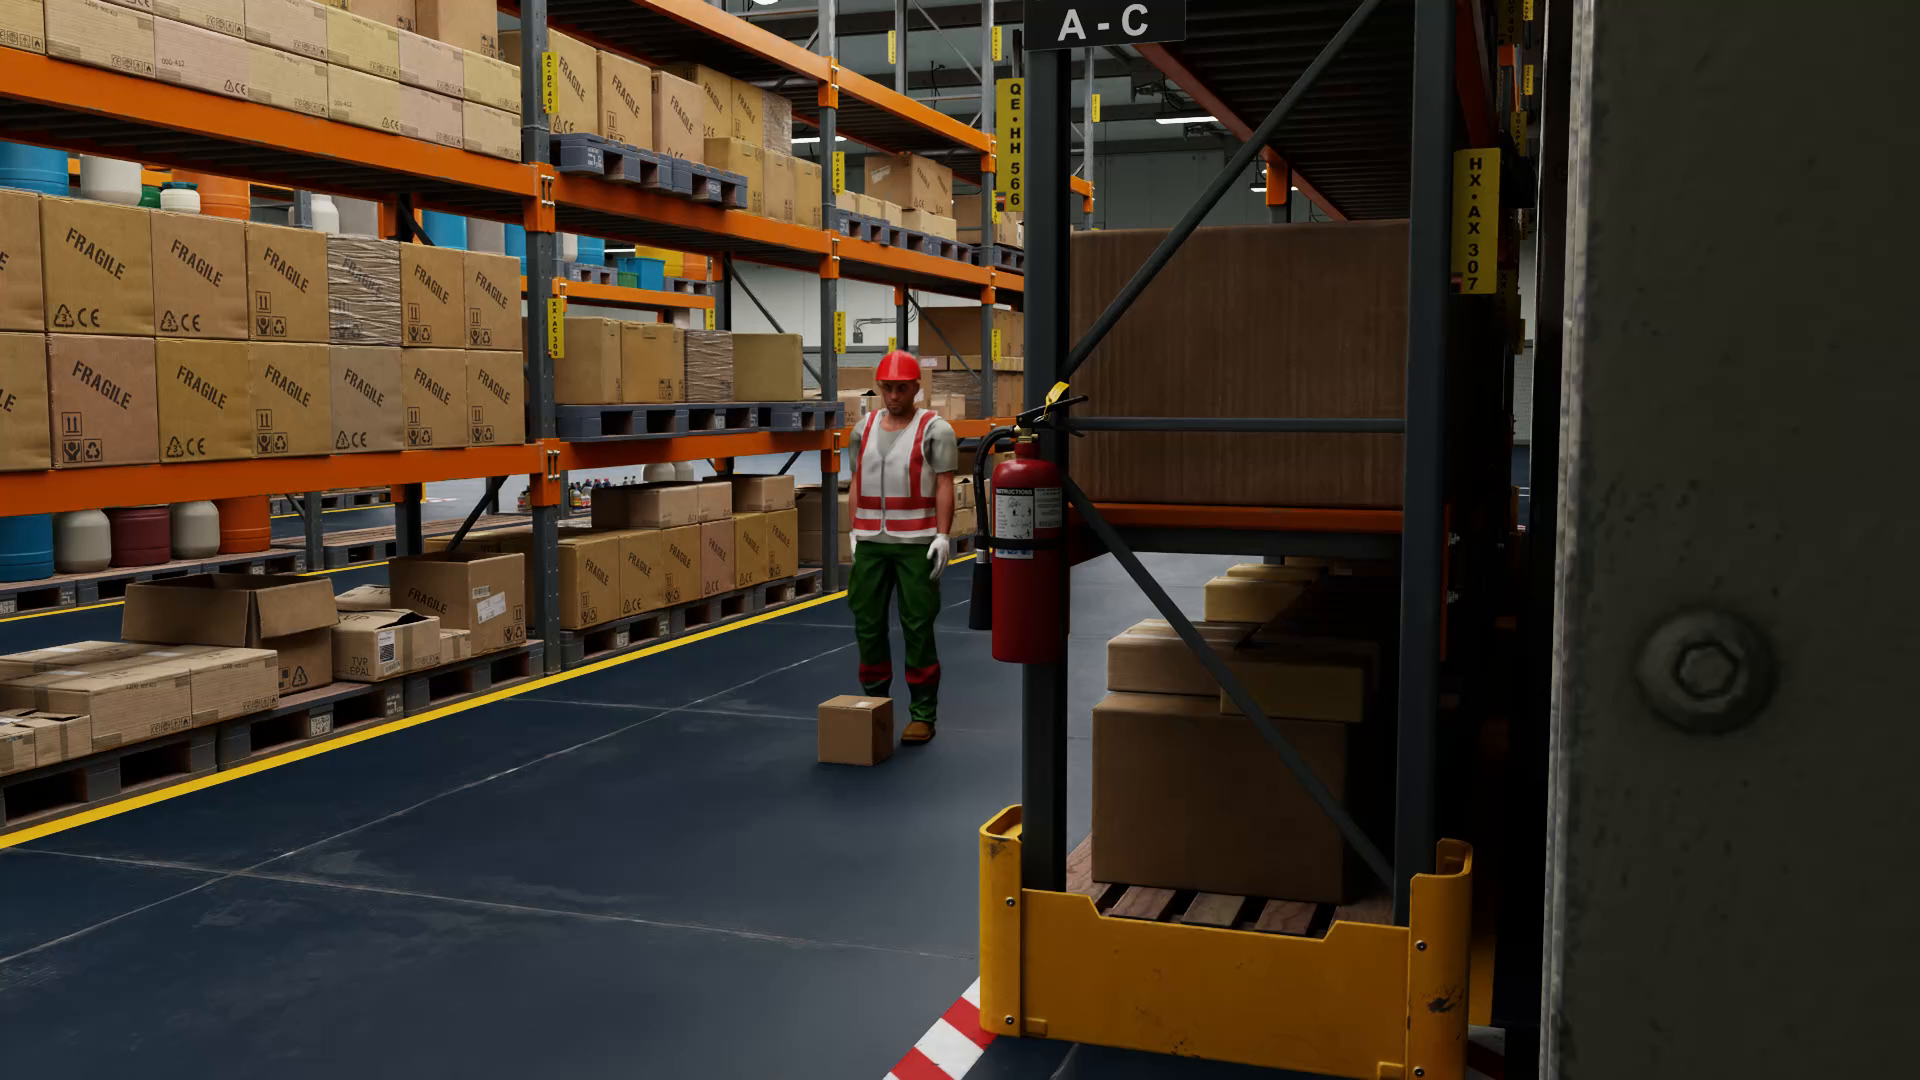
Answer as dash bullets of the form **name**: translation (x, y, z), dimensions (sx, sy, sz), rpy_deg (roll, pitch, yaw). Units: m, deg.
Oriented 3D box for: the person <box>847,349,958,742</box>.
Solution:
- **person**: translation (-0.277, 0.025, 7.585), dimensions (0.528, 1.780, 0.351), rpy_deg (2, 5, 20)
